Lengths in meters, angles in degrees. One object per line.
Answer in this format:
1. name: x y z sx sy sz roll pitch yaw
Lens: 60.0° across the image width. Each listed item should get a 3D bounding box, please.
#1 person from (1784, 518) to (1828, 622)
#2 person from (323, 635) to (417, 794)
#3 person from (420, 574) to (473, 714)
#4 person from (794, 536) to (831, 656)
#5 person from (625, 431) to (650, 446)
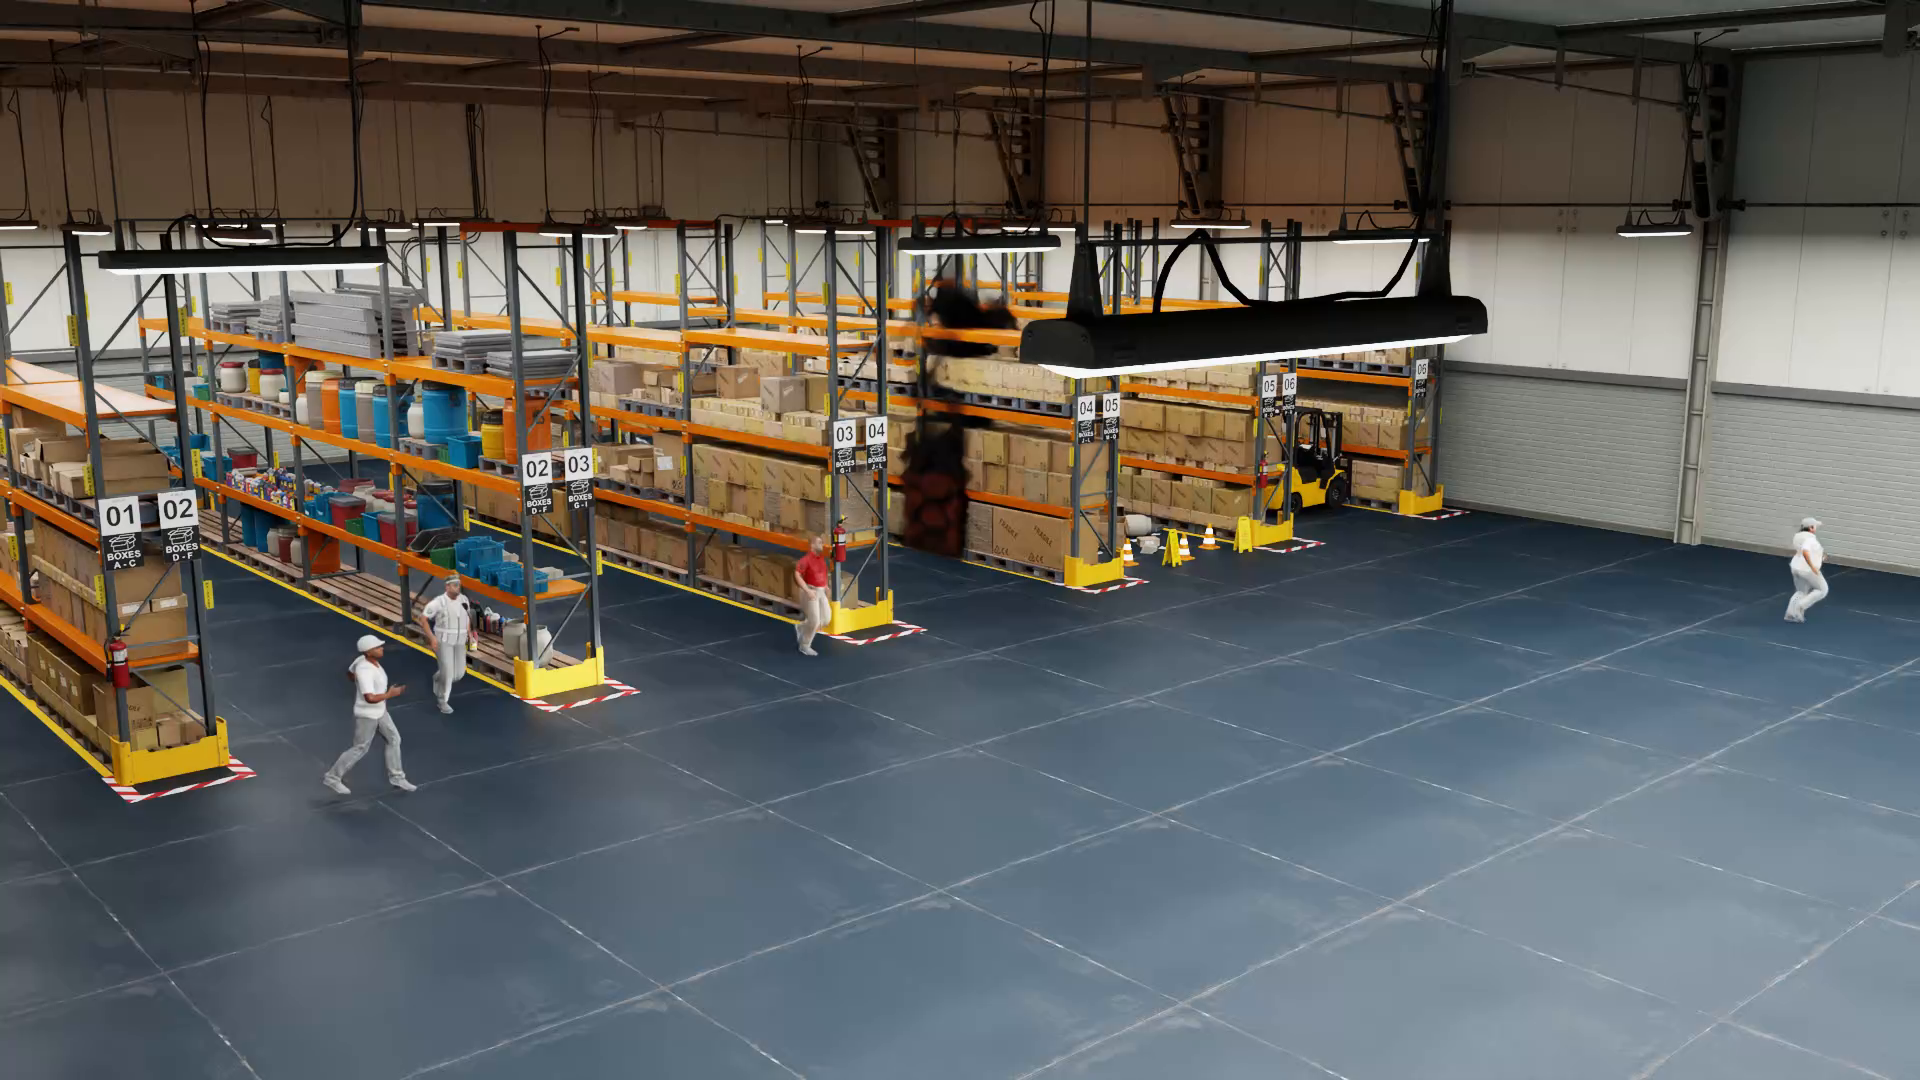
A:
1. person: 12.994 0.460 25.447 0.574 1.626 0.593 -1 11 -5
2. person: -6.424 1.905 17.981 0.938 1.809 0.710 -2 12 -11
3. person: -6.539 1.280 21.263 0.664 1.735 0.703 10 15 40
4. person: -2.121 0.783 23.878 0.564 1.680 0.709 6 13 29
5. person: -8.225 -2.911 41.833 0.962 1.776 0.667 -9 14 -37
